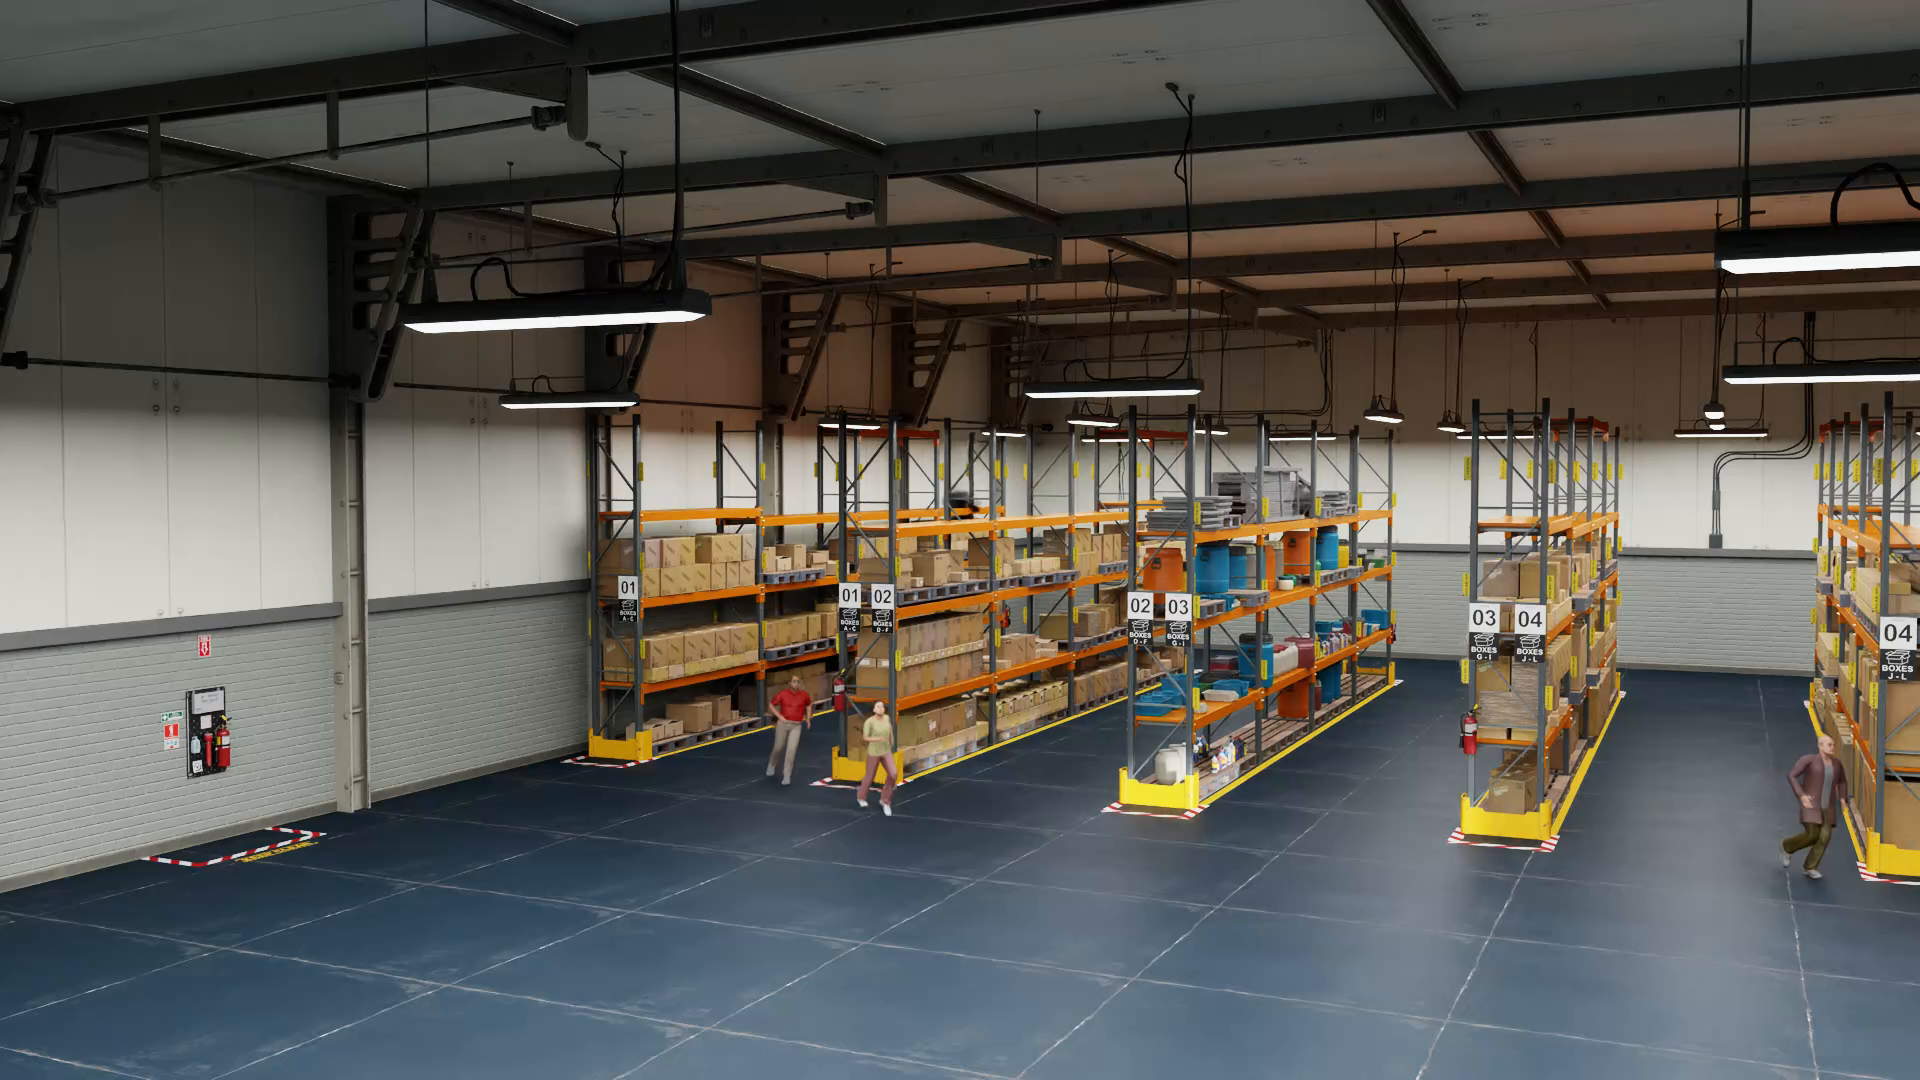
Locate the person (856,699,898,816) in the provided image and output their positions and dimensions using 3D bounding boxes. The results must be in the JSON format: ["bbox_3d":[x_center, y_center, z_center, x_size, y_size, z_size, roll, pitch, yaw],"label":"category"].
[{"bbox_3d":[-1.204,3.164,24.397,0.583,1.694,0.856,-1,3,-29],"label":"person"}]

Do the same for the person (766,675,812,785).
[{"bbox_3d":[-2.735,3.038,26.892,0.736,1.699,0.974,-1,2,-13],"label":"person"}]

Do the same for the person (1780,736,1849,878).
[{"bbox_3d":[10.660,3.287,20.629,0.742,1.722,0.682,0,2,-8],"label":"person"}]
